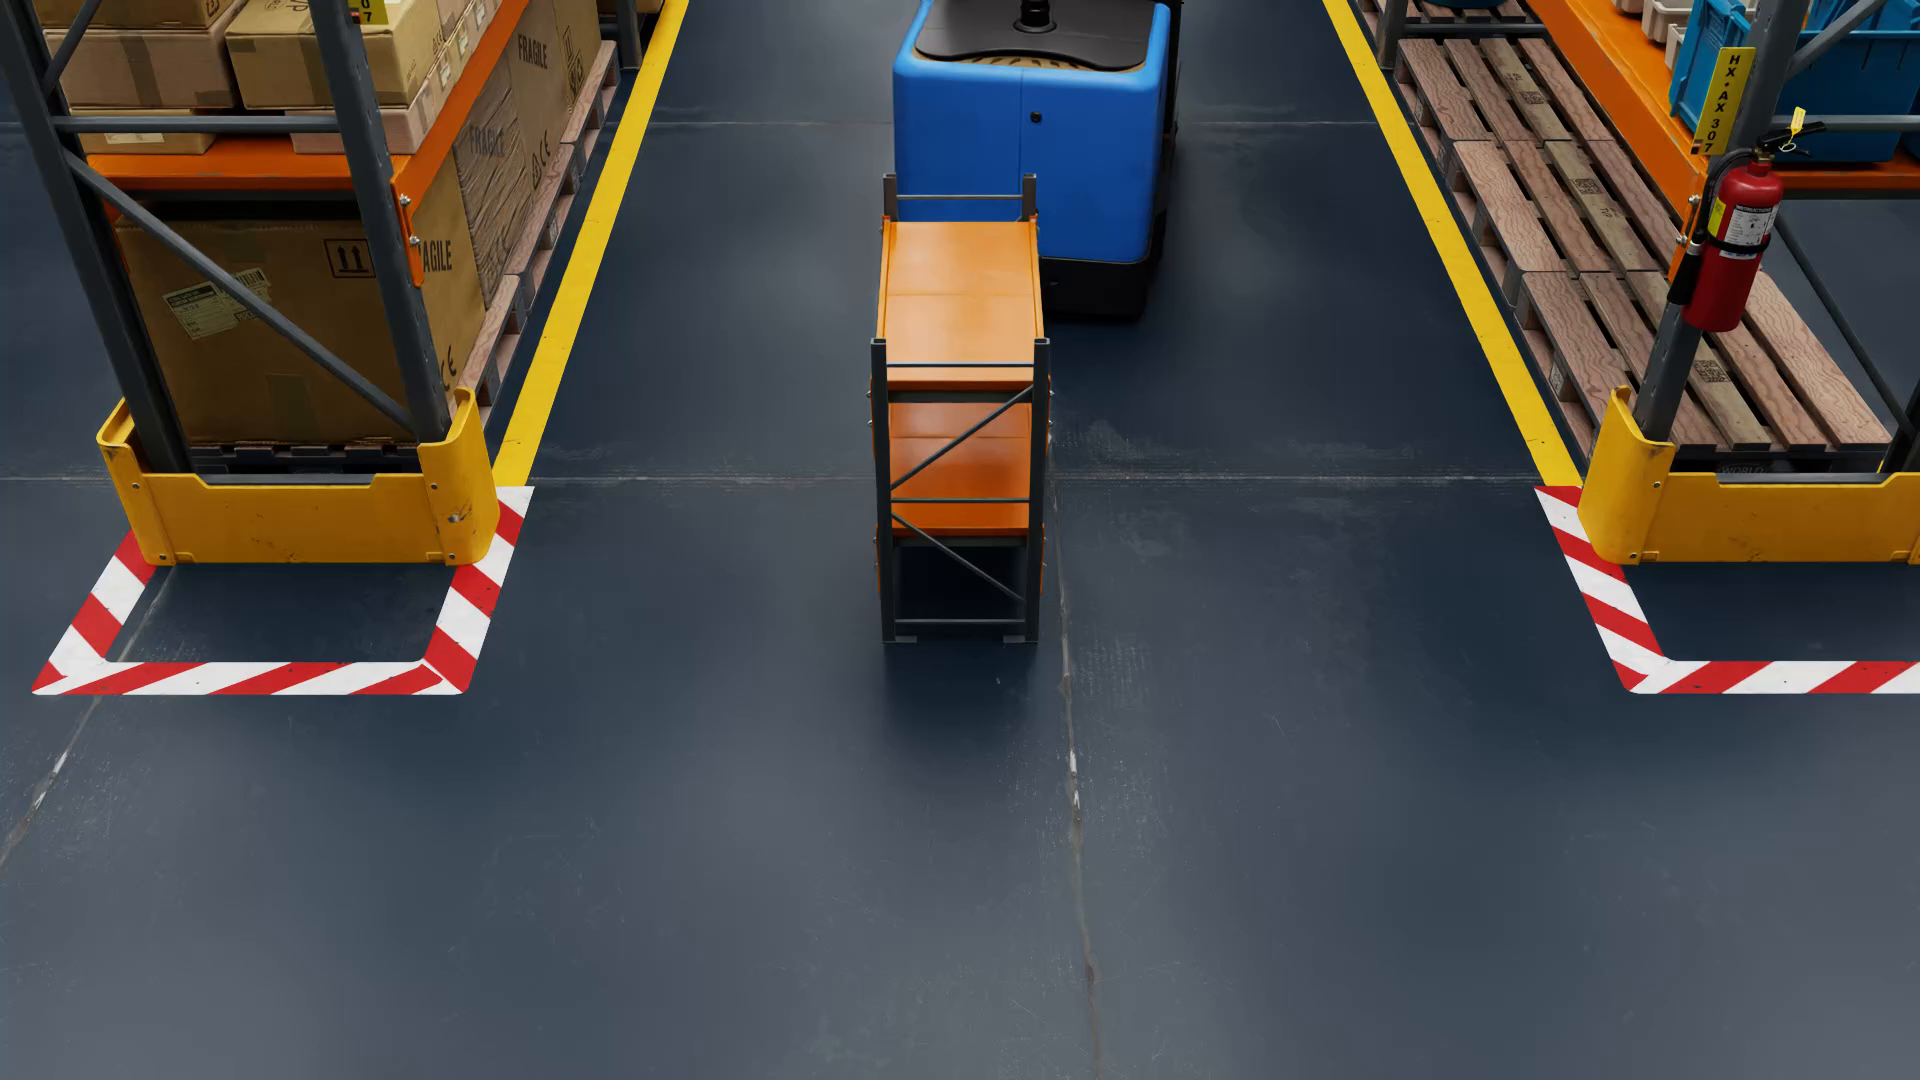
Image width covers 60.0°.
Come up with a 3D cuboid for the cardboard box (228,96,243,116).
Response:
[{"bbox_3d":[-2.536,-1.493,5.415,0.380,0.149,0.250,0,39,0],"label":"cardboard box"}]

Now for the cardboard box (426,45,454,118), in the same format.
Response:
[{"bbox_3d":[-1.876,-1.490,5.412,0.380,0.149,0.250,-1,39,-1],"label":"cardboard box"}]

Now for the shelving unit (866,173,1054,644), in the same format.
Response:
[{"bbox_3d":[0.000,-0.435,5.393,0.538,1.125,1.048,0,39,0],"label":"shelving unit"}]

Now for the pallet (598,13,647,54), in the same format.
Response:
[{"bbox_3d":[-2.285,-3.101,9.451,1.003,0.211,1.213,0,39,0],"label":"pallet"}]

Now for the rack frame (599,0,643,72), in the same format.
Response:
[{"bbox_3d":[-2.209,-3.707,7.977,1.000,3.000,0.127,0,39,0],"label":"rack frame"}]

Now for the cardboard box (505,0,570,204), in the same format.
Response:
[{"bbox_3d":[-2.287,-2.066,7.293,0.875,0.875,0.875,0,39,0],"label":"cardboard box"}]

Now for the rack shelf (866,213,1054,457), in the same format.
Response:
[{"bbox_3d":[0.000,-0.663,5.210,0.538,0.278,1.000,0,39,0],"label":"rack shelf"}]

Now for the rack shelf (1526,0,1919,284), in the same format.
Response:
[{"bbox_3d":[2.746,-2.179,6.646,1.077,0.370,4.000,0,39,0],"label":"rack shelf"}]

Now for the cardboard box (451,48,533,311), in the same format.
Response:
[{"bbox_3d":[-2.286,-1.510,6.598,0.875,0.875,0.875,0,39,0],"label":"cardboard box"}]

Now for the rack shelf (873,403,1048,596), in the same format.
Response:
[{"bbox_3d":[0.000,-0.244,5.546,0.538,0.278,1.000,0,39,0],"label":"rack shelf"}]

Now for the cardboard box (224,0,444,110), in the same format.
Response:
[{"bbox_3d":[-1.935,-1.564,5.185,0.500,0.250,0.500,-1,39,-1],"label":"cardboard box"}]

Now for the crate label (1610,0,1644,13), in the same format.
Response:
[{"bbox_3d":[2.556,-1.995,6.004,0.396,0.136,0.243,0,39,0],"label":"crate label"}]

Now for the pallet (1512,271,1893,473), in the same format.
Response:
[{"bbox_3d":[2.787,-0.637,6.376,1.003,0.211,1.213,0,39,0],"label":"pallet"}]

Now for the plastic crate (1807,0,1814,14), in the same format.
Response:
[{"bbox_3d":[3.159,-1.909,5.897,0.250,0.136,0.298,0,39,0],"label":"plastic crate"}]

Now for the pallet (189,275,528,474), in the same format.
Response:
[{"bbox_3d":[-2.283,-0.618,6.352,1.003,0.211,1.213,0,39,0],"label":"pallet"}]

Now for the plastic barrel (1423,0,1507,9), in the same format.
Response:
[{"bbox_3d":[2.761,-3.396,8.931,0.600,0.901,0.708,0,39,0],"label":"plastic barrel"}]

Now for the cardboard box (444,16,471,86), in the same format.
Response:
[{"bbox_3d":[-1.877,-1.650,5.612,0.380,0.149,0.250,-1,39,-1],"label":"cardboard box"}]

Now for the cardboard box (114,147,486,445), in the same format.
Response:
[{"bbox_3d":[-2.285,-0.941,5.888,0.875,0.875,0.875,0,39,0],"label":"cardboard box"}]

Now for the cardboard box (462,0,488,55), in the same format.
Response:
[{"bbox_3d":[-1.878,-1.814,5.815,0.380,0.149,0.250,-1,39,-1],"label":"cardboard box"}]

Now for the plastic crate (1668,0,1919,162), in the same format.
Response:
[{"bbox_3d":[2.562,-1.456,5.092,0.616,0.435,0.499,0,39,0],"label":"plastic crate"}]

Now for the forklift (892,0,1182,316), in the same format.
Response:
[{"bbox_3d":[0.468,-2.977,7.121,1.130,2.935,3.031,6,39,7],"label":"forklift"}]

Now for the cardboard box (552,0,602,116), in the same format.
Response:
[{"bbox_3d":[-2.288,-2.629,7.995,0.875,0.875,0.875,0,39,0],"label":"cardboard box"}]

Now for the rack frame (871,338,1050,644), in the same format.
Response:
[{"bbox_3d":[0.001,-0.117,4.996,0.500,1.125,0.032,0,39,0],"label":"rack frame"}]

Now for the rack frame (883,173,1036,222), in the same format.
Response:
[{"bbox_3d":[-0.001,-0.753,5.790,0.500,1.125,0.032,0,39,0],"label":"rack frame"}]

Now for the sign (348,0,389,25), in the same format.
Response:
[{"bbox_3d":[-1.649,-1.571,4.556,0.100,0.325,0.005,0,39,0],"label":"sign"}]

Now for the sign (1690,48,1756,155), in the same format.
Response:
[{"bbox_3d":[2.199,-1.262,4.796,0.100,0.325,0.005,0,39,0],"label":"sign"}]

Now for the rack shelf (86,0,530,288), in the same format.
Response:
[{"bbox_3d":[-2.206,-2.176,6.642,1.077,0.370,4.000,0,39,0],"label":"rack shelf"}]

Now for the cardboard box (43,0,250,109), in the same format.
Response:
[{"bbox_3d":[-2.470,-1.566,5.188,0.500,0.250,0.500,-1,39,-1],"label":"cardboard box"}]

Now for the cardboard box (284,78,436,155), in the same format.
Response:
[{"bbox_3d":[-1.875,-1.330,5.212,0.380,0.149,0.250,0,39,0],"label":"cardboard box"}]

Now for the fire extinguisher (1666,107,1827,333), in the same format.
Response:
[{"bbox_3d":[2.295,-0.939,4.883,0.296,0.674,0.183,0,39,0],"label":"fire extinguisher"}]

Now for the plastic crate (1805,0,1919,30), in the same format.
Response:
[{"bbox_3d":[3.077,-1.734,5.601,0.416,0.233,0.300,0,39,0],"label":"plastic crate"}]

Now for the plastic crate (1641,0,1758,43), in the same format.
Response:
[{"bbox_3d":[2.581,-1.821,5.786,0.396,0.136,0.243,0,39,0],"label":"plastic crate"}]

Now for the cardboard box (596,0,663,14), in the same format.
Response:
[{"bbox_3d":[-2.229,-3.442,9.010,1.225,0.875,0.875,0,39,0],"label":"cardboard box"}]

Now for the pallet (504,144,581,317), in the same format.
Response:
[{"bbox_3d":[-2.282,-1.379,7.301,1.003,0.211,1.213,0,39,0],"label":"pallet"}]

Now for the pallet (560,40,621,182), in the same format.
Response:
[{"bbox_3d":[-2.286,-2.143,8.256,1.003,0.211,1.213,0,39,0],"label":"pallet"}]

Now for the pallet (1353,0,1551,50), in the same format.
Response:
[{"bbox_3d":[2.785,-3.105,9.456,1.003,0.211,1.213,0,39,0],"label":"pallet"}]

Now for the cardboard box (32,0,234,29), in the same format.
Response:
[{"bbox_3d":[-2.468,-1.860,4.955,0.500,0.500,0.500,0,39,1],"label":"cardboard box"}]

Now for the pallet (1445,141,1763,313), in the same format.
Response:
[{"bbox_3d":[2.788,-1.398,7.326,1.003,0.211,1.213,0,39,0],"label":"pallet"}]

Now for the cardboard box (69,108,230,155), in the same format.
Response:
[{"bbox_3d":[-2.534,-1.330,5.212,0.380,0.149,0.250,1,39,1],"label":"cardboard box"}]

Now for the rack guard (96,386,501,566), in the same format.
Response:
[{"bbox_3d":[-2.204,-0.215,5.619,1.175,0.500,0.348,0,39,0],"label":"rack guard"}]

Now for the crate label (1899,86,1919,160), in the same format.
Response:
[{"bbox_3d":[3.078,-1.322,5.087,0.416,0.233,0.303,0,39,0],"label":"crate label"}]

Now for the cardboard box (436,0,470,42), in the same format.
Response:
[{"bbox_3d":[-1.942,-1.889,5.590,0.500,0.250,0.500,0,39,-1],"label":"cardboard box"}]

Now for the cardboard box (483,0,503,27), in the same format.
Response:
[{"bbox_3d":[-1.878,-1.973,6.014,0.380,0.149,0.250,-1,39,-1],"label":"cardboard box"}]

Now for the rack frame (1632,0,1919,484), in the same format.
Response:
[{"bbox_3d":[2.749,-1.209,4.860,1.000,3.000,0.127,0,39,0],"label":"rack frame"}]

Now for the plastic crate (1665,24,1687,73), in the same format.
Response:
[{"bbox_3d":[2.567,-1.640,5.560,0.396,0.136,0.243,0,39,0],"label":"plastic crate"}]

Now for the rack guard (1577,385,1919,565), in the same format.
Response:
[{"bbox_3d":[2.762,-0.219,5.623,1.175,0.500,0.348,0,39,0],"label":"rack guard"}]

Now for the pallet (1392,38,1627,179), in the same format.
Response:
[{"bbox_3d":[2.784,-2.163,8.280,1.003,0.211,1.213,0,39,0],"label":"pallet"}]

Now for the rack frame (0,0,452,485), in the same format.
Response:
[{"bbox_3d":[-2.204,-1.206,4.856,1.000,3.000,0.127,0,39,0],"label":"rack frame"}]

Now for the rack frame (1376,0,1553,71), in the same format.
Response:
[{"bbox_3d":[2.744,-3.711,7.982,1.000,3.000,0.127,0,39,0],"label":"rack frame"}]
